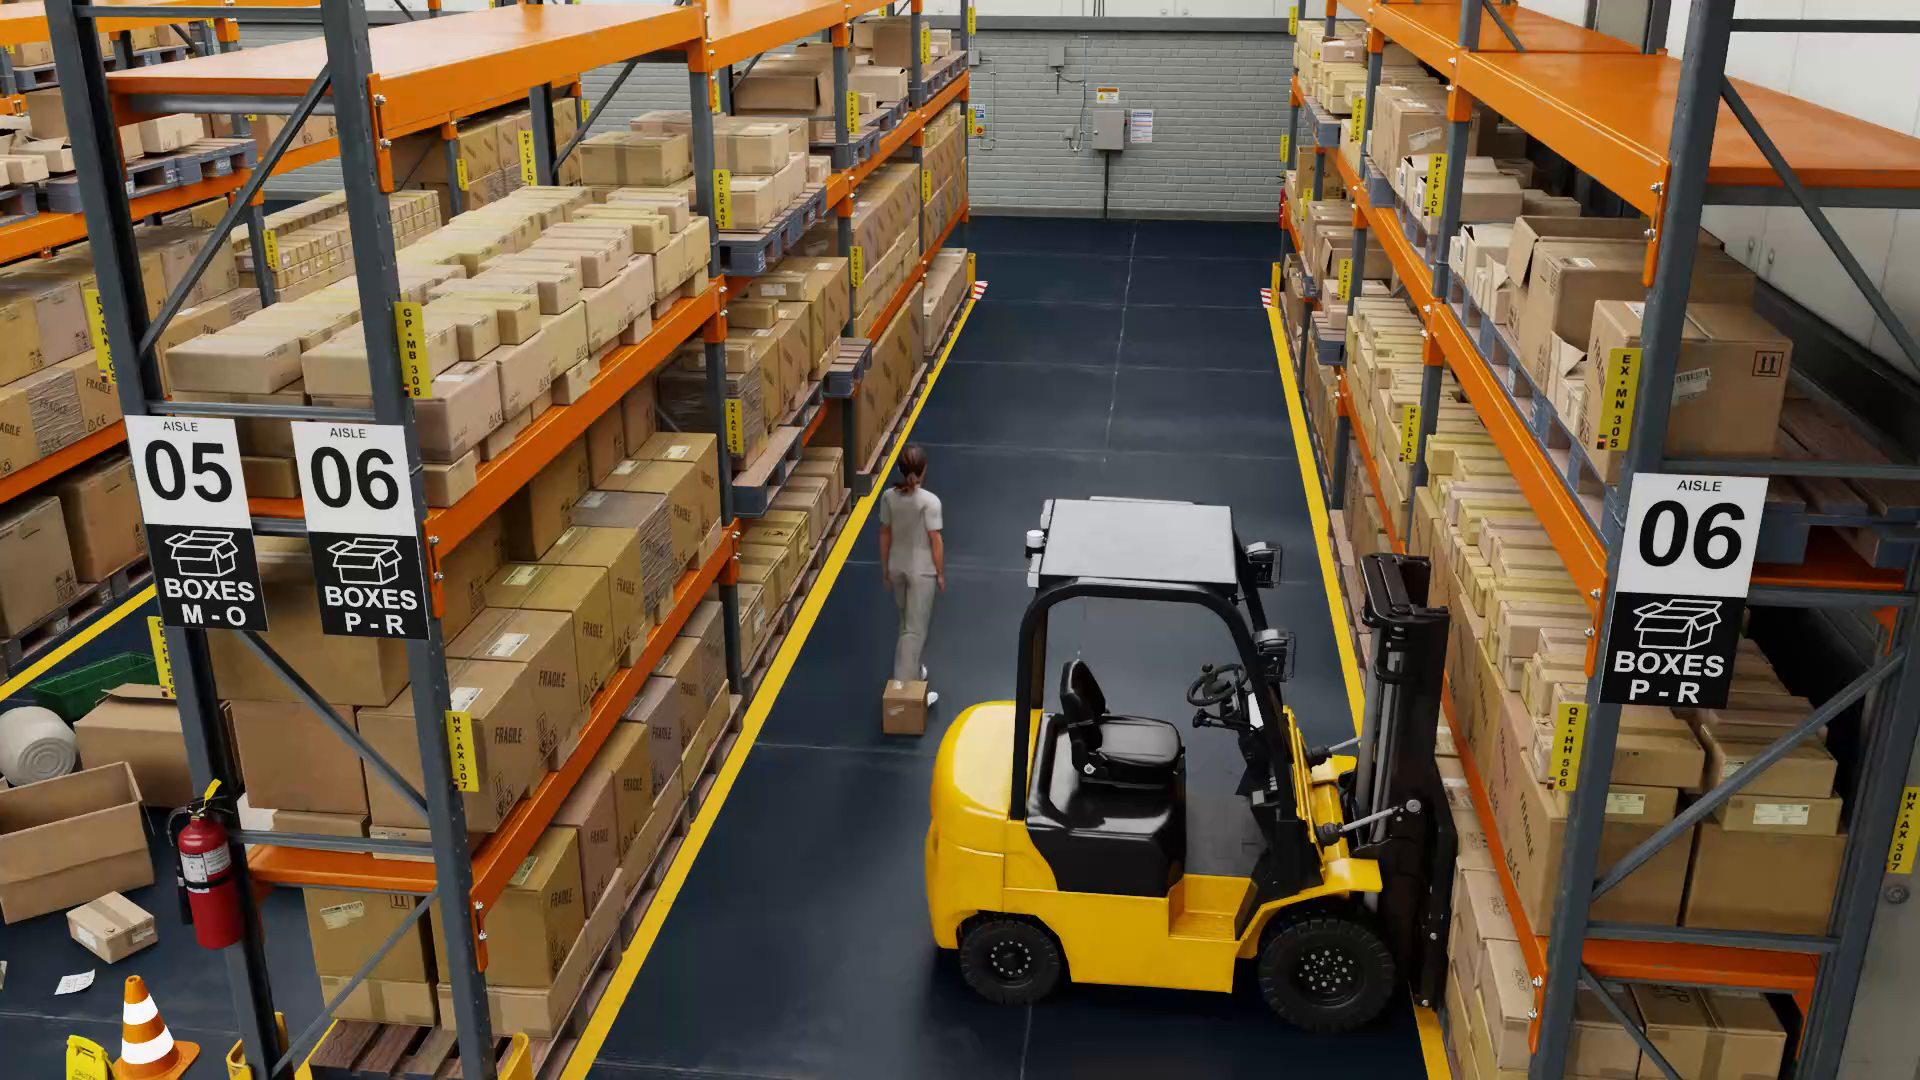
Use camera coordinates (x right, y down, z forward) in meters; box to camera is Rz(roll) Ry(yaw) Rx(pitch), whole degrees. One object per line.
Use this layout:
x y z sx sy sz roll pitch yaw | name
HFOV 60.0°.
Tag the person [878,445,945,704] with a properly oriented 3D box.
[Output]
-0.305 0.222 10.522 0.478 1.666 0.568 15 26 33 | person
